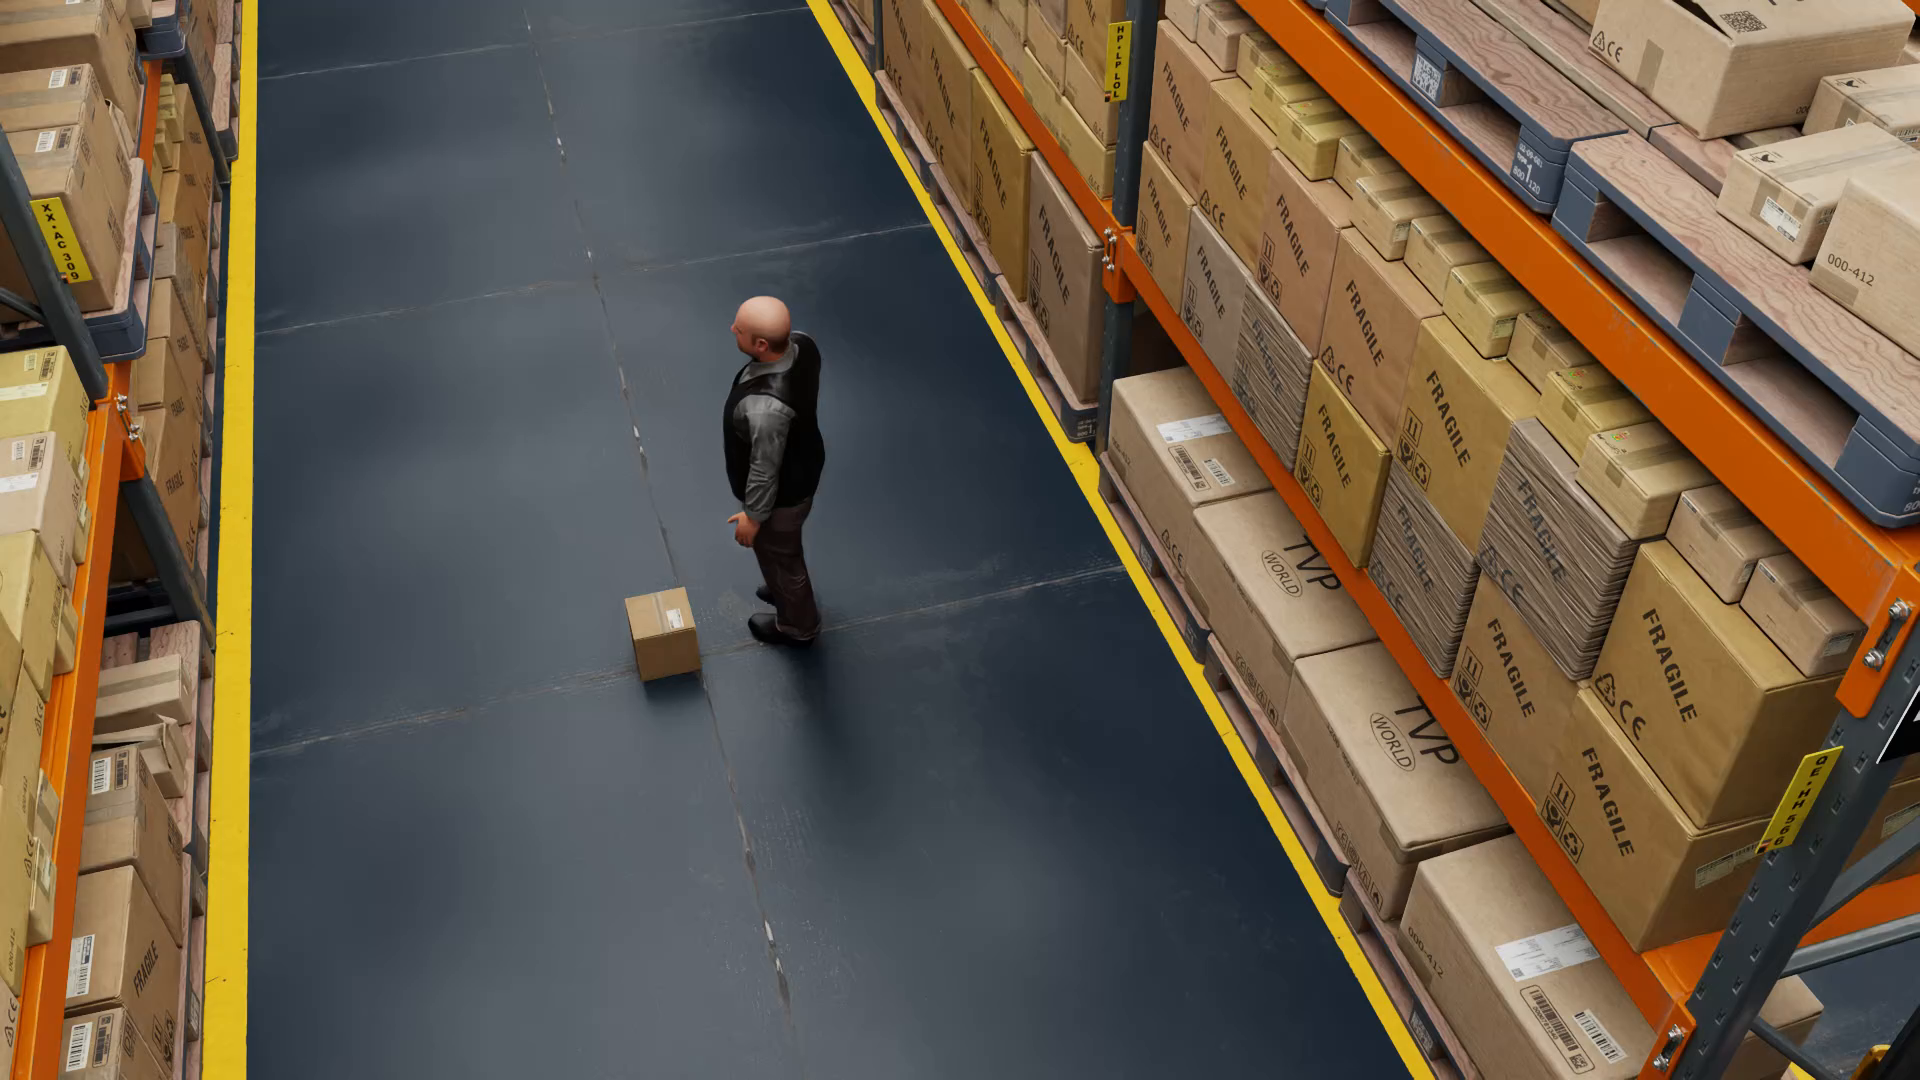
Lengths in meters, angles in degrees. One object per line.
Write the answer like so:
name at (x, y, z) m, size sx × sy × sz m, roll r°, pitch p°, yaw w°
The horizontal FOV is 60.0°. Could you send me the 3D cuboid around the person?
person at (-0.732, -0.219, 6.450) m, size 0.415 × 1.778 × 0.611 m, roll 6°, pitch 42°, yaw 7°
